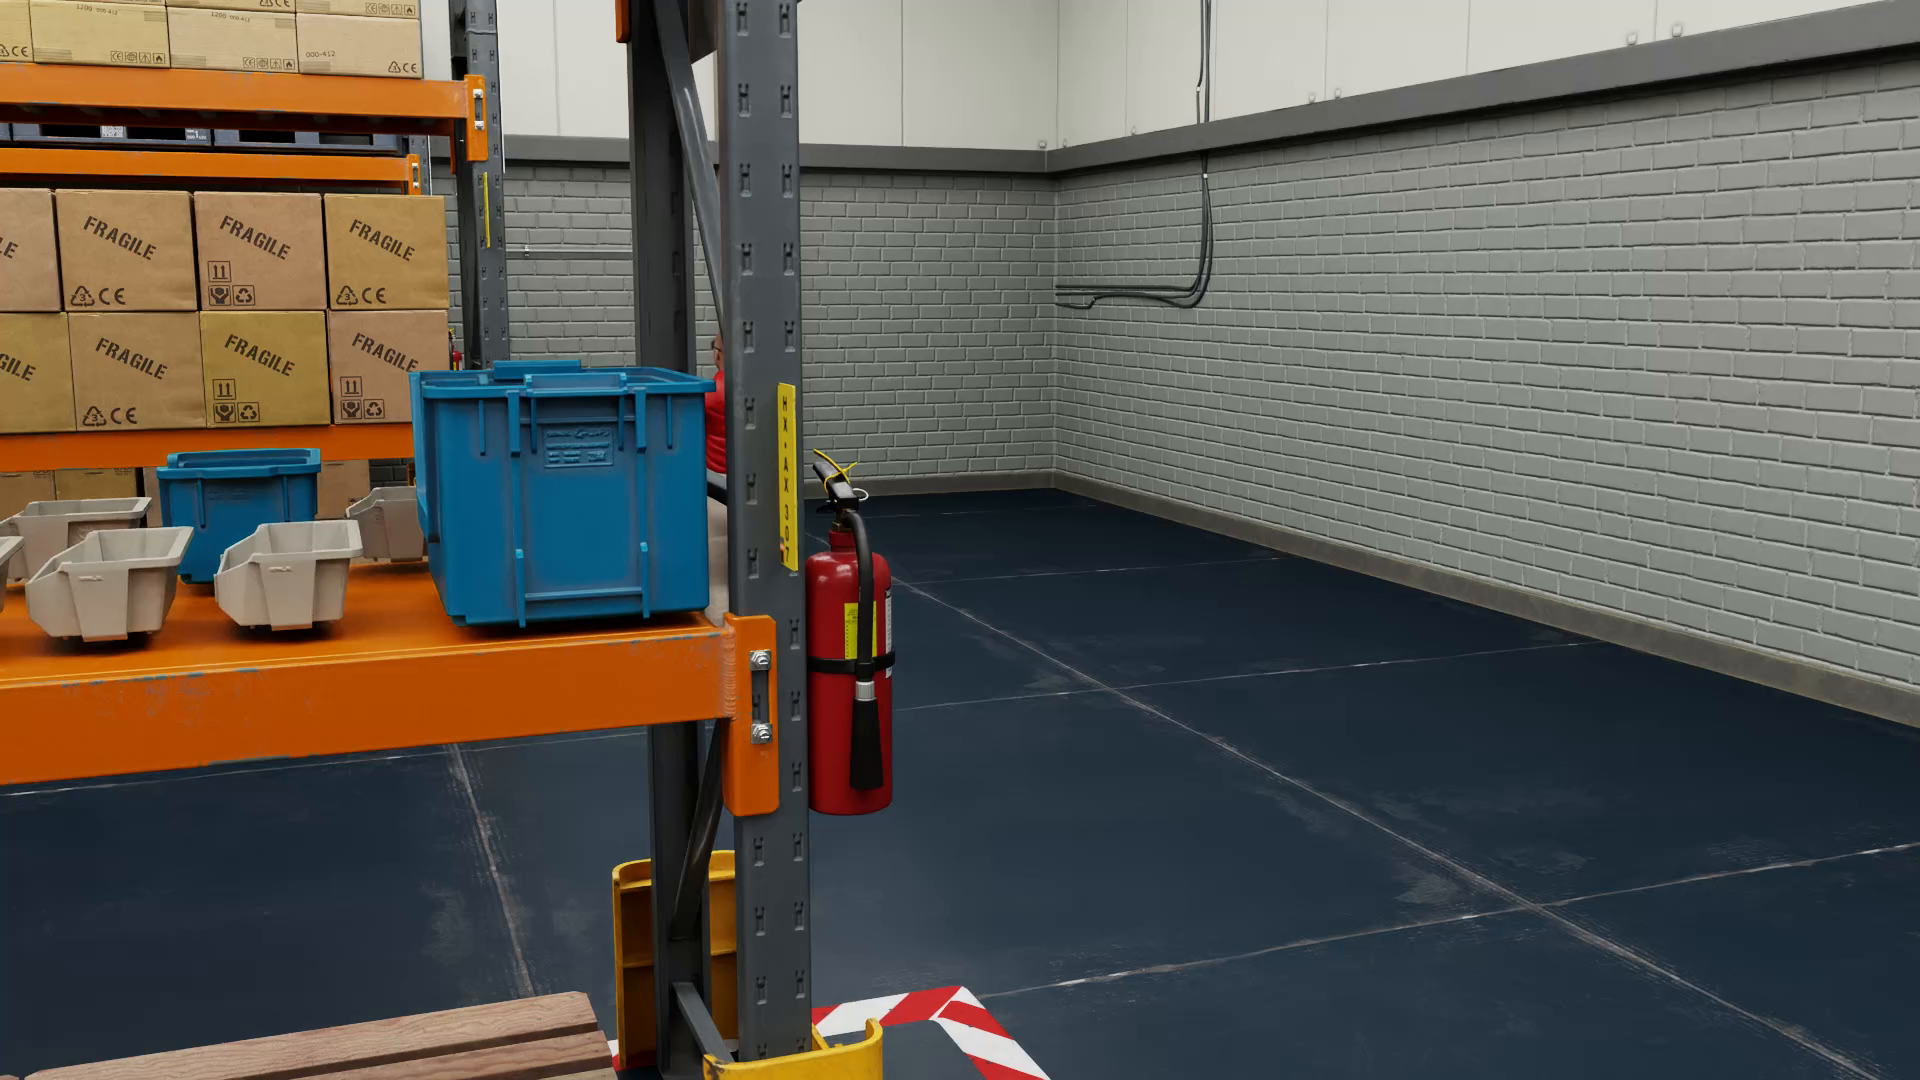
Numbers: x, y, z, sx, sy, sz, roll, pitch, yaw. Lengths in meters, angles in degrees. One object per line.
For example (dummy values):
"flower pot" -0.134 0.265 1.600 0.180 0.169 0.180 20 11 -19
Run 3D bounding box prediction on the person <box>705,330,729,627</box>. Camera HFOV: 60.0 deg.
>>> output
"person" -1.082 -0.193 7.927 0.526 1.664 0.479 -4 10 -23
